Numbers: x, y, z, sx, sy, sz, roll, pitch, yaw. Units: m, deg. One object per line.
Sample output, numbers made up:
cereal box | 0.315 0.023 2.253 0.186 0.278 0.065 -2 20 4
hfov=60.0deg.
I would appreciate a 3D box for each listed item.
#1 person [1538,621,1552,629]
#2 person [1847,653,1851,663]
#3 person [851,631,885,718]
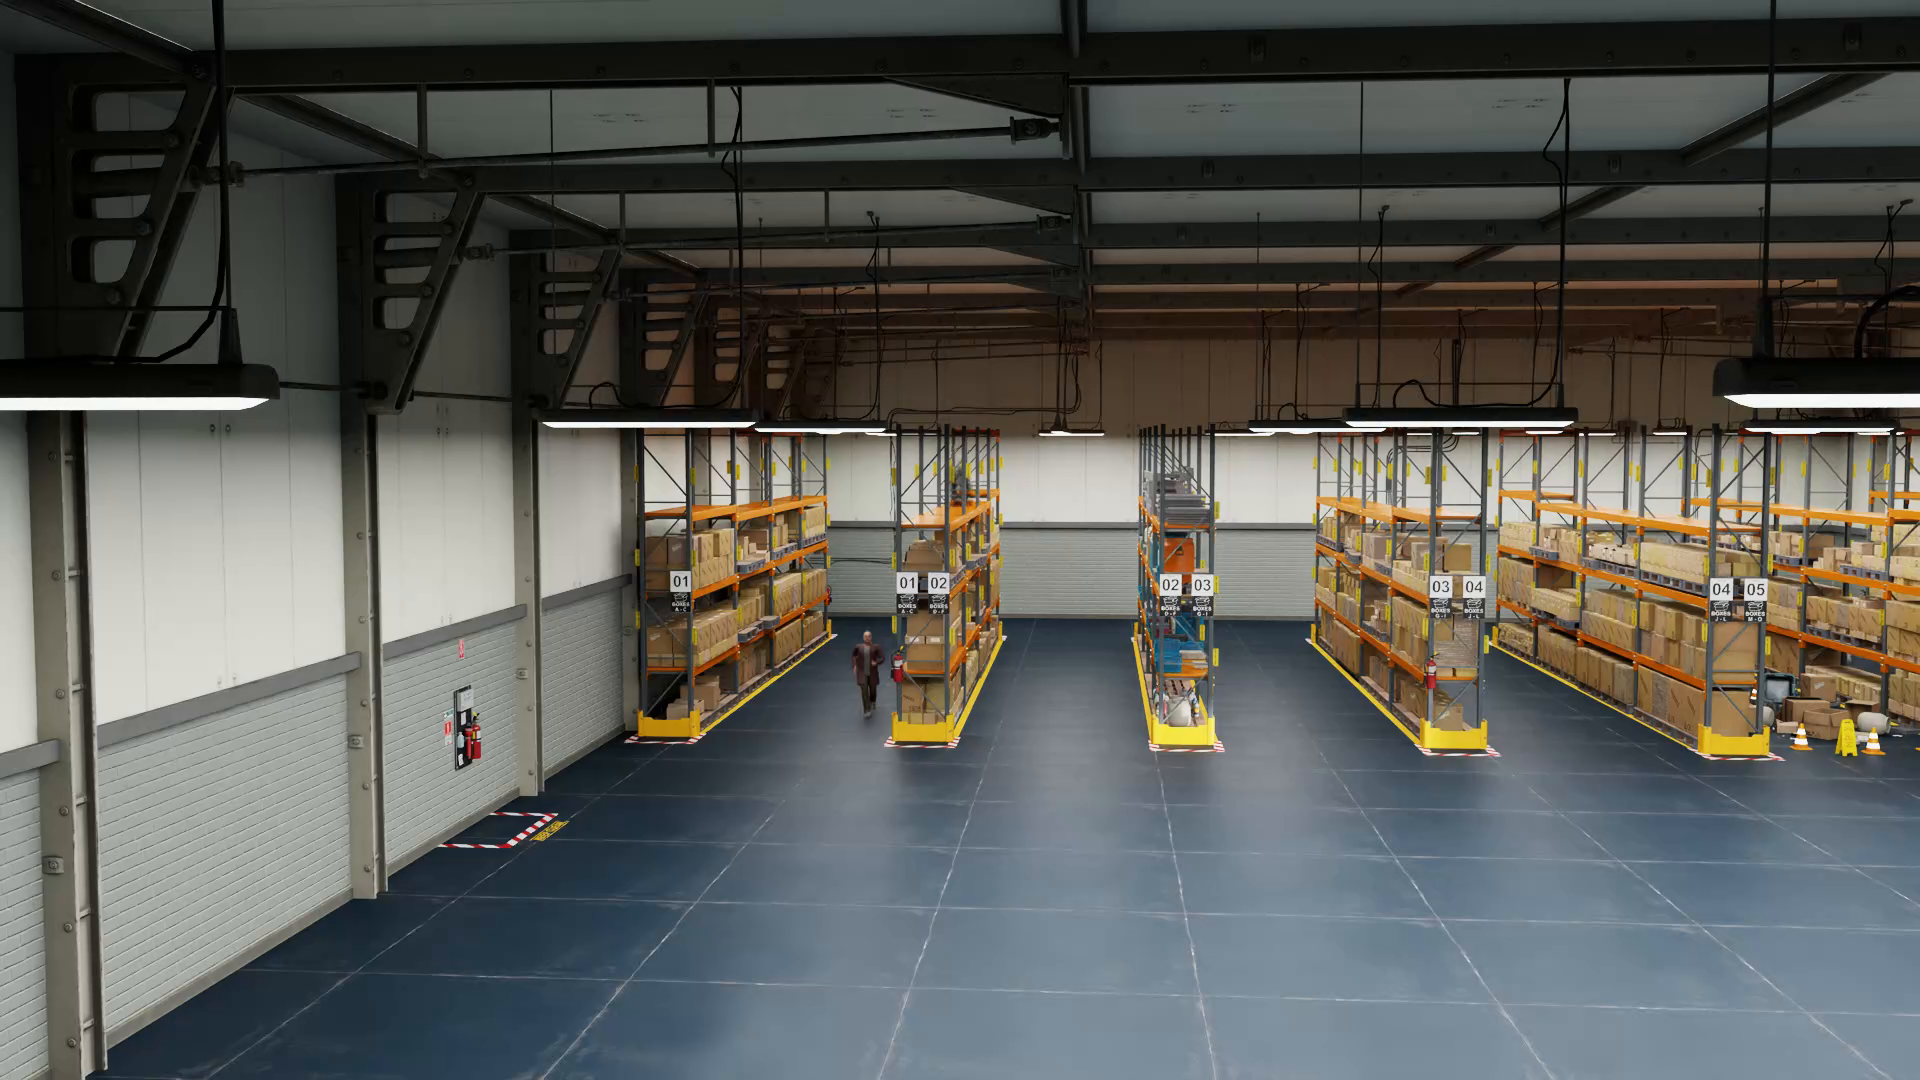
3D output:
person | 16.406 2.100 46.962 0.589 1.531 0.649 -3 4 -39
person | 22.305 2.335 42.227 0.549 1.717 0.793 0 3 -6
person | -1.903 2.752 34.293 0.709 1.750 0.884 0 3 0
